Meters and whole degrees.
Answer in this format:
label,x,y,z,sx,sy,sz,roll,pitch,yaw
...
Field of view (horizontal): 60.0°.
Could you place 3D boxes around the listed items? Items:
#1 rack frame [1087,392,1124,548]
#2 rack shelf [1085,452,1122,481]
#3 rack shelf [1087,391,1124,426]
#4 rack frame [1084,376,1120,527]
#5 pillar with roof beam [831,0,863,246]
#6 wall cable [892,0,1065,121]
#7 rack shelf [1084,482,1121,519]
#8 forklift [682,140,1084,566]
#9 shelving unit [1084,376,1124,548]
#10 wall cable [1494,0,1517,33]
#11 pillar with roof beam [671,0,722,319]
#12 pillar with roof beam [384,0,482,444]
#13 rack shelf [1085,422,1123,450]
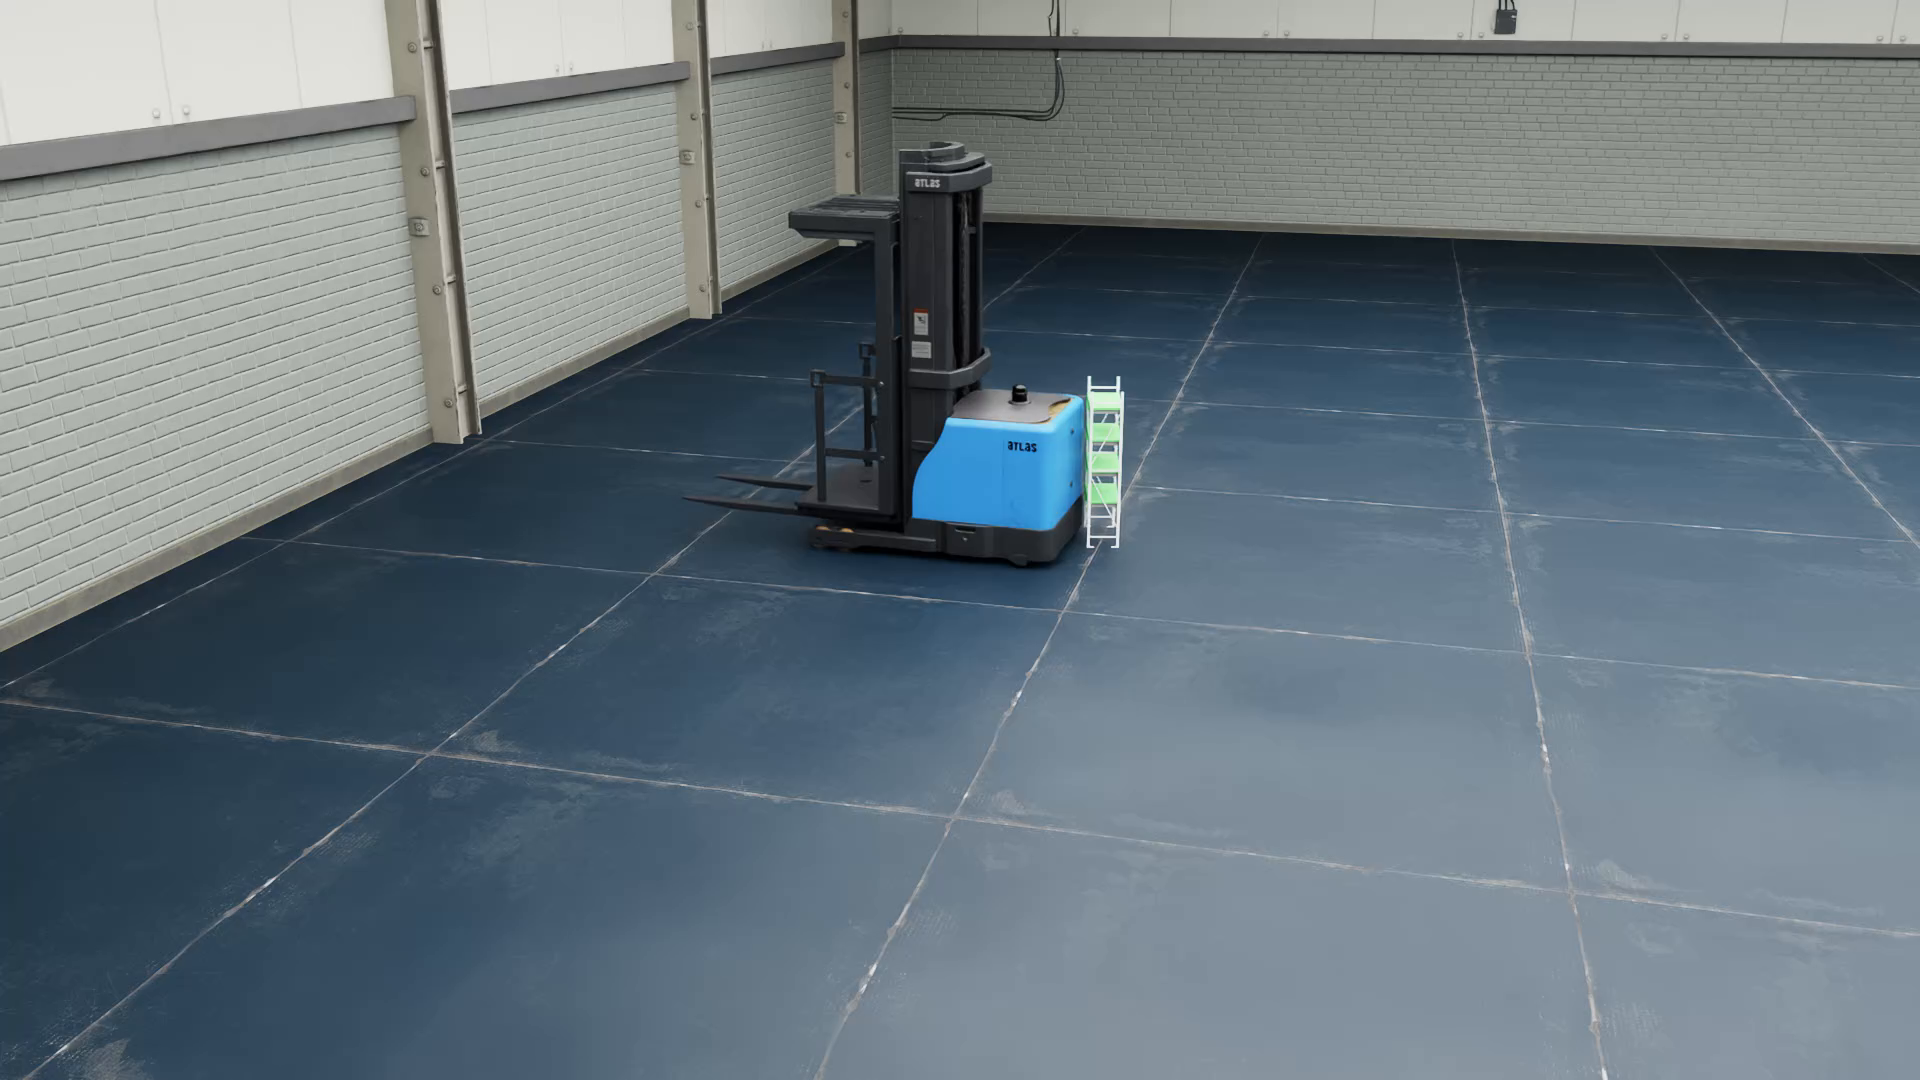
label,x,y,z,sx,sy,sz,roll,pitch,yaw
rack frame,1.075,-0.512,12.330,0.240,1.200,0.015,1,19,2
rack shelf,1.083,-0.530,12.581,0.258,0.148,0.480,1,19,2
rack shelf,1.083,-0.984,12.426,0.258,0.148,0.480,1,19,2
rack frame,1.091,-0.669,12.791,0.240,1.200,0.015,1,19,2
pillar with roof beam,2.419,-8.635,24.046,9.100,9.000,0.400,5,19,13
wall cable,0.246,-8.324,27.941,3.097,2.526,0.112,5,19,13
rack shelf,1.083,-0.303,12.659,0.258,0.148,0.480,1,19,2
forklift,-0.626,-1.460,12.428,3.031,2.935,1.130,6,20,17
shelving unit,1.083,-0.591,12.560,0.258,1.200,0.503,1,19,2
wall cable,9.448,-10.649,24.680,2.305,6.003,0.169,5,19,13
pillar with roof beam,0.953,-6.754,18.540,9.100,9.000,0.400,5,19,13
pillar with roof beam,-0.513,-4.874,13.034,9.100,9.000,0.400,5,19,13
rack shelf,1.083,-0.757,12.503,0.258,0.148,0.480,1,19,2
